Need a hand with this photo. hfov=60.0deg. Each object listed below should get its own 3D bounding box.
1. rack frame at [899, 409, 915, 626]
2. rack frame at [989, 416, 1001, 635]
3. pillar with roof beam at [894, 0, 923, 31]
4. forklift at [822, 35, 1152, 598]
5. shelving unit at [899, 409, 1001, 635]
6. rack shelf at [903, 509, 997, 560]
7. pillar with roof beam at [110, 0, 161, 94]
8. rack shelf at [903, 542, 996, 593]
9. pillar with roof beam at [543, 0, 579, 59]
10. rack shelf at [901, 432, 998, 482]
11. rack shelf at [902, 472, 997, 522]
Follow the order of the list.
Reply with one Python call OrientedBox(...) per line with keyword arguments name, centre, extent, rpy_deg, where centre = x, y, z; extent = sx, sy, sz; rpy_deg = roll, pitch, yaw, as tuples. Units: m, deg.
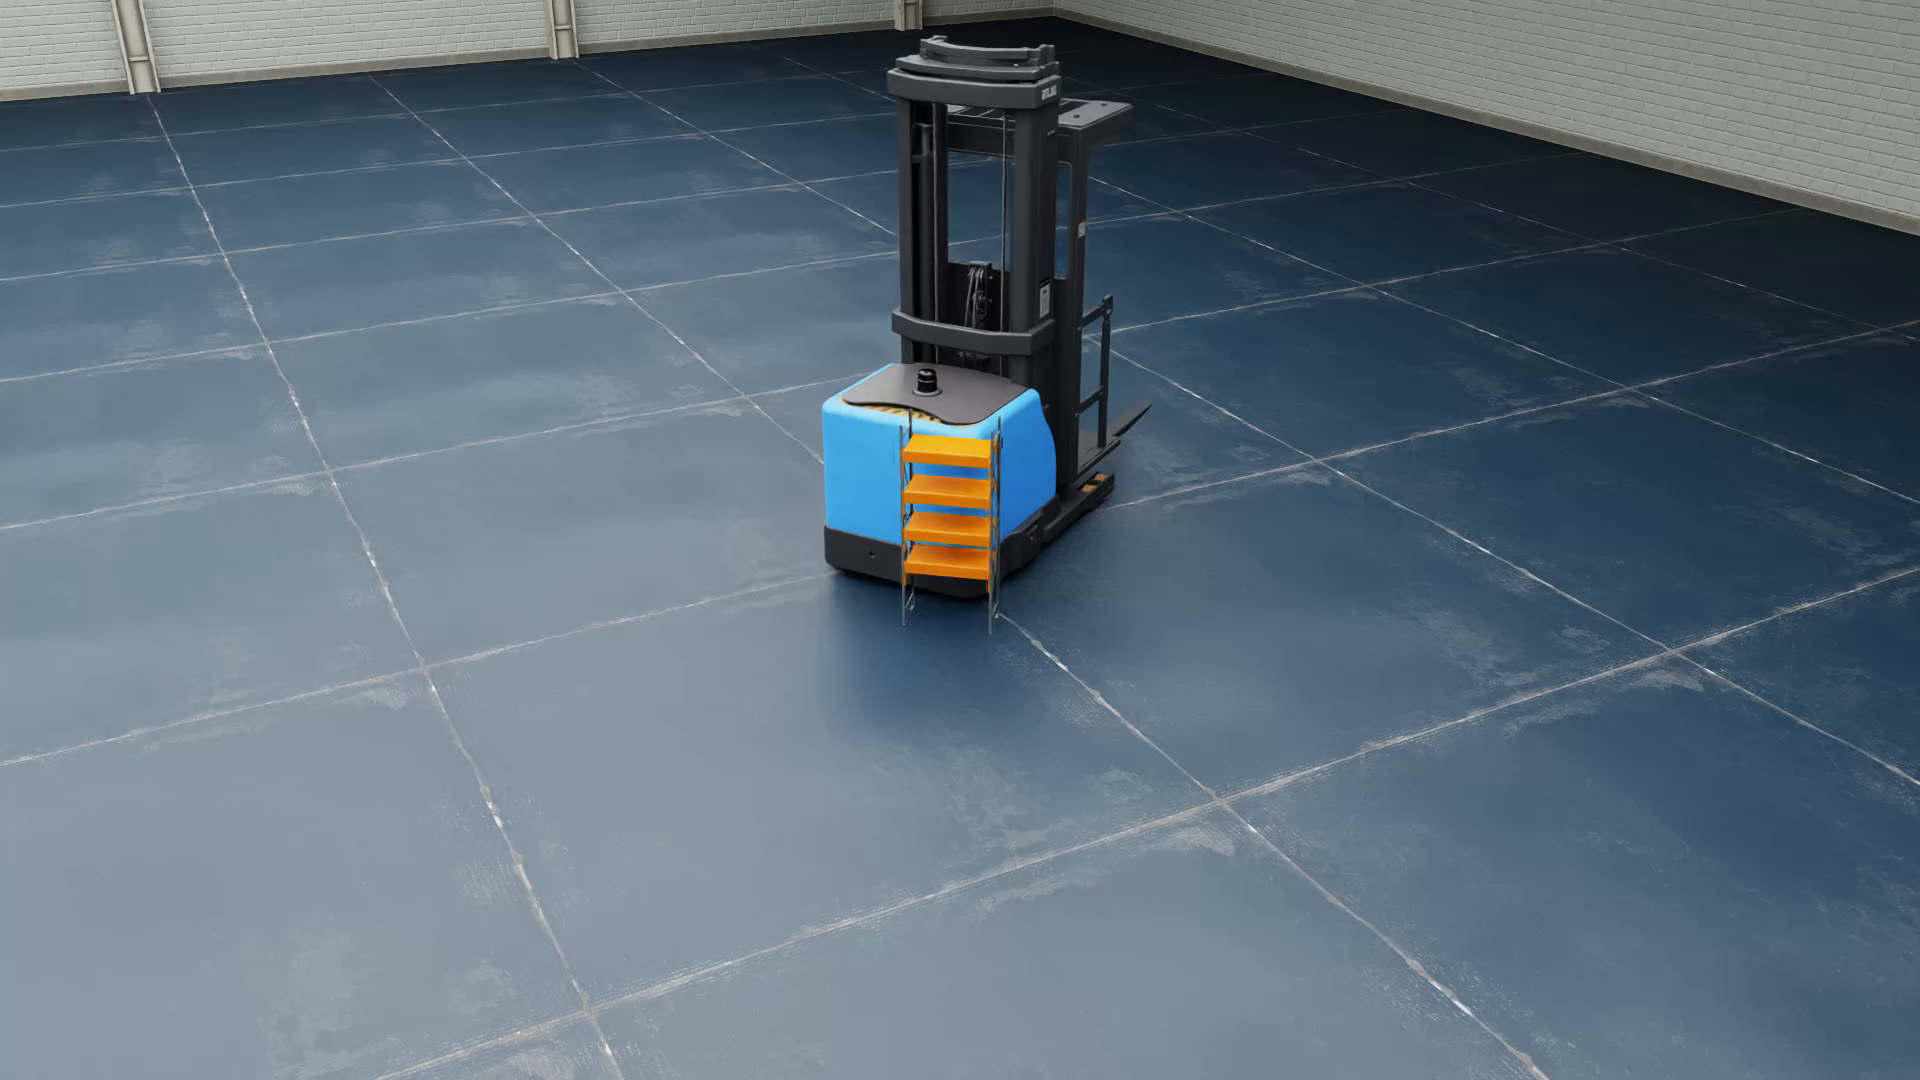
OrientedBox(name="rack frame", centre=(-0.289, -0.113, 9.099), extent=(0.015, 1.200, 0.240), rpy_deg=(5, 26, 10))
OrientedBox(name="rack frame", centre=(0.189, -0.071, 9.011), extent=(0.015, 1.200, 0.240), rpy_deg=(5, 26, 10))
OrientedBox(name="pillar with roof beam", centre=(1.142, -11.175, 23.128), extent=(0.400, 9.000, 9.100), rpy_deg=(-13, 29, -25))
OrientedBox(name="forklift", centre=(0.347, -1.594, 10.183), extent=(1.130, 2.935, 3.031), rpy_deg=(13, 29, 25))
OrientedBox(name="shelving unit", centre=(-0.050, -0.092, 9.055), extent=(0.503, 1.200, 0.258), rpy_deg=(5, 26, 10))
OrientedBox(name="rack shelf", centre=(-0.050, -0.031, 9.084), extent=(0.480, 0.148, 0.258), rpy_deg=(5, 26, 10))
OrientedBox(name="pillar with roof beam", centre=(-9.447, -8.731, 18.037), extent=(0.400, 9.000, 9.100), rpy_deg=(-13, 29, -25))
OrientedBox(name="rack shelf", centre=(-0.050, 0.148, 9.170), extent=(0.480, 0.148, 0.258), rpy_deg=(5, 26, 10))
OrientedBox(name="pillar with roof beam", centre=(-4.153, -9.953, 20.583), extent=(0.400, 9.000, 9.100), rpy_deg=(-13, 29, -25))
OrientedBox(name="rack shelf", centre=(-0.050, -0.446, 8.885), extent=(0.480, 0.148, 0.258), rpy_deg=(5, 26, 10))
OrientedBox(name="rack shelf", centre=(-0.050, -0.233, 8.987), extent=(0.480, 0.148, 0.258), rpy_deg=(5, 26, 10))
